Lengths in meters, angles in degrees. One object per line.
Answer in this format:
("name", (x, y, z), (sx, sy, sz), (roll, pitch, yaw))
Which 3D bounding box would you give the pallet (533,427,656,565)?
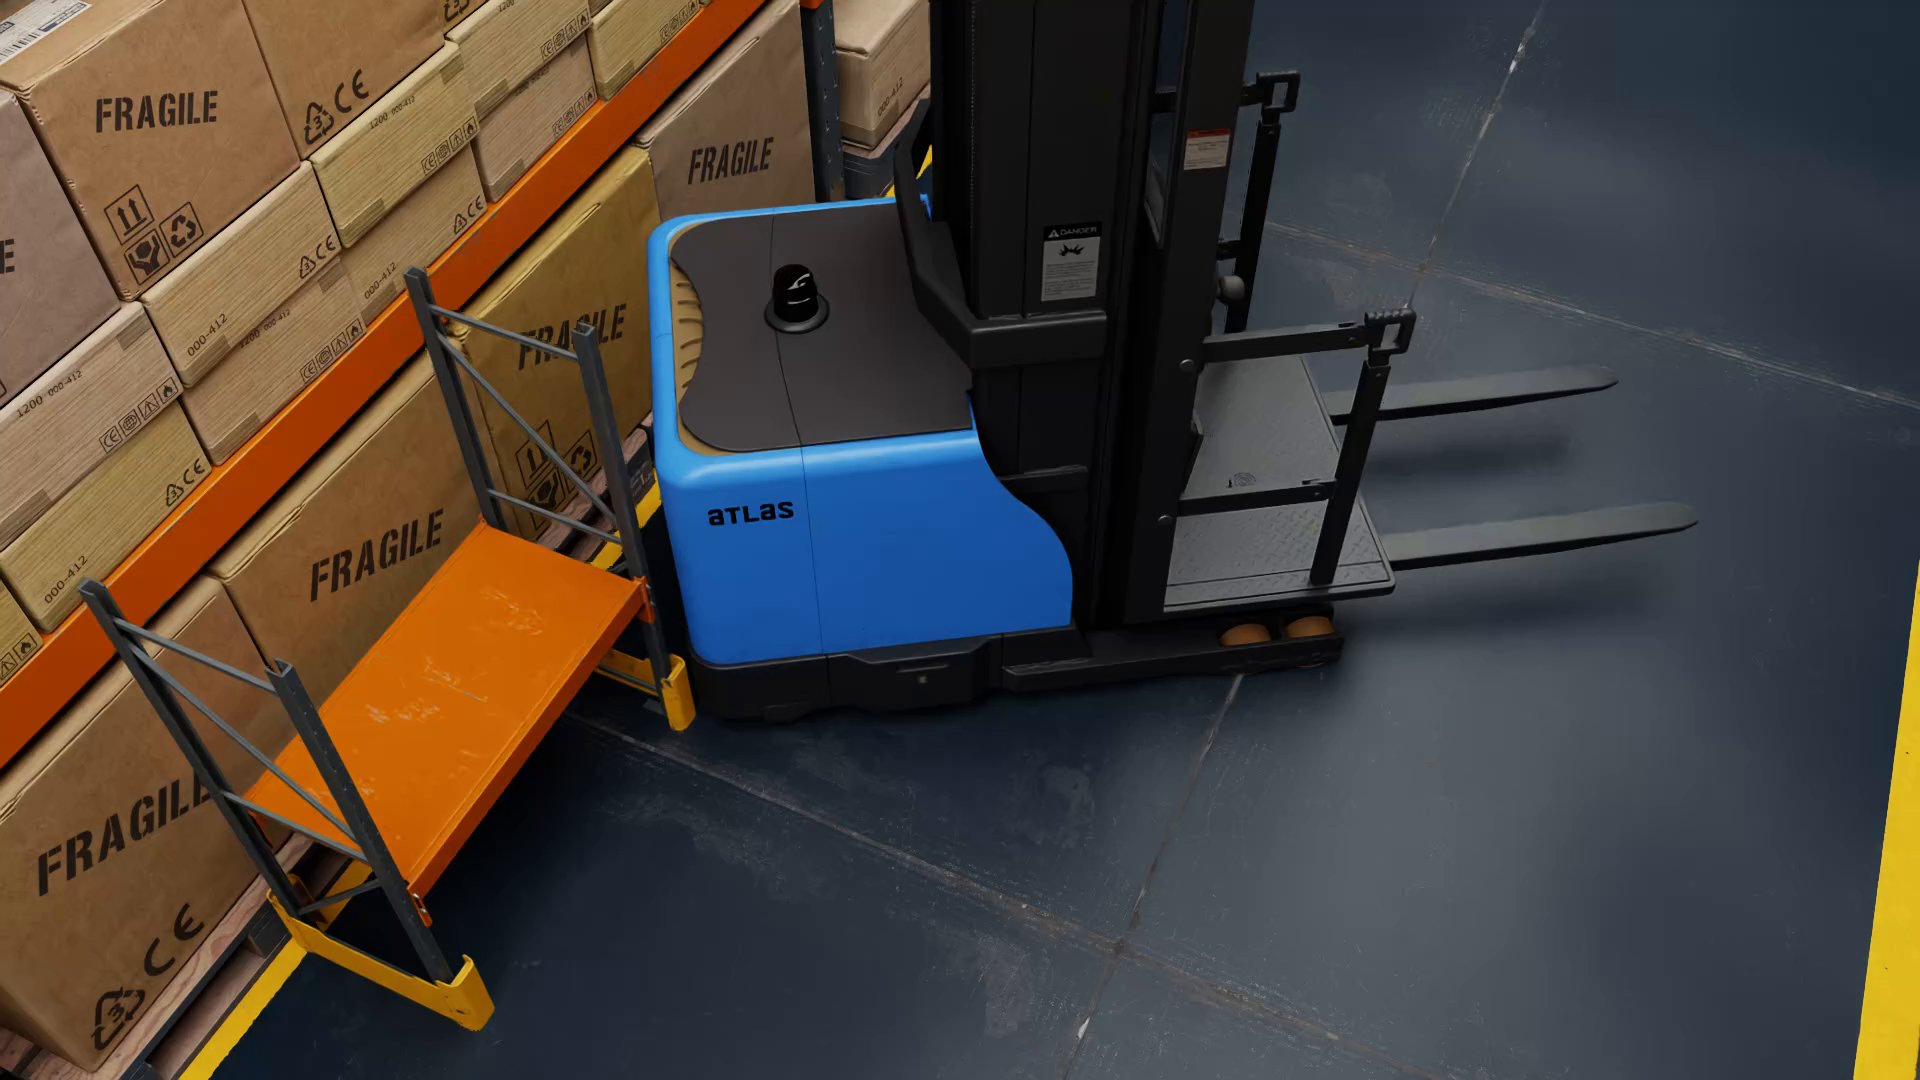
("pallet", (-1.687, -0.021, 5.129), (1.003, 0.211, 1.213), (20, 52, 16))

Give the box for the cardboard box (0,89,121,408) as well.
("cardboard box", (-1.979, -0.531, 3.010), (0.500, 0.500, 0.500), (20, 52, 16))

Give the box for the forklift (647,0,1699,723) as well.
("forklift", (0.682, -0.946, 4.130), (3.031, 2.935, 1.130), (-6, 50, -5))

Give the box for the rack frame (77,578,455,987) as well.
("rack frame", (-1.469, 0.649, 3.713), (0.500, 1.500, 0.032), (19, 52, 16))

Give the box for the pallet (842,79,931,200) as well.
("pallet", (-0.510, -1.918, 6.744), (1.003, 0.211, 1.213), (20, 52, 16))

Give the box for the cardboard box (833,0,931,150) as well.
("cardboard box", (-0.540, -2.027, 6.412), (0.875, 0.438, 0.875), (19, 52, 16))

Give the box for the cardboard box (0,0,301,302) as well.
("cardboard box", (-1.744, -0.882, 3.309), (0.500, 0.500, 0.500), (21, 53, 17))

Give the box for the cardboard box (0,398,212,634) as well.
("cardboard box", (-1.974, -0.135, 3.494), (0.500, 0.250, 0.500), (18, 52, 15))

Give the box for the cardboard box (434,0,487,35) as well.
("cardboard box", (-1.318, -1.590, 3.911), (0.500, 0.500, 0.500), (21, 53, 17))

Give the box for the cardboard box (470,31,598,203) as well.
("cardboard box", (-1.320, -1.193, 4.394), (0.500, 0.250, 0.500), (19, 52, 15))

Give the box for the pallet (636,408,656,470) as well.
("pallet", (-1.167, -0.864, 5.847), (1.003, 0.211, 1.213), (20, 52, 16))

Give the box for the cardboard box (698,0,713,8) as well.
("cardboard box", (-0.869, -1.884, 4.982), (0.500, 0.250, 0.500), (19, 52, 15))

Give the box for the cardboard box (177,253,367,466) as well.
("cardboard box", (-1.745, -0.495, 3.800), (0.500, 0.250, 0.500), (21, 53, 17))

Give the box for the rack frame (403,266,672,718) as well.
("rack frame", (-1.041, -0.054, 4.311), (0.500, 1.500, 0.032), (19, 52, 16))

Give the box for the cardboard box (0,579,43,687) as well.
("cardboard box", (-2.178, 0.224, 3.188), (0.500, 0.250, 0.500), (19, 52, 15))

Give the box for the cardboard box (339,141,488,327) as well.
("cardboard box", (-1.537, -0.836, 4.090), (0.500, 0.250, 0.500), (20, 52, 16))

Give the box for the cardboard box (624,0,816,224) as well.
("cardboard box", (-1.098, -1.318, 5.522), (0.875, 0.875, 0.875), (21, 53, 17))

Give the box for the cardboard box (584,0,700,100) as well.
("cardboard box", (-1.088, -1.534, 4.684), (0.500, 0.250, 0.500), (19, 52, 16))

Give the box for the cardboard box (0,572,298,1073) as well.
("cardboard box", (-2.244, 0.534, 3.945), (0.875, 0.875, 0.875), (19, 52, 16))

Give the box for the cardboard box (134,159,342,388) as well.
("cardboard box", (-1.728, -0.646, 3.600), (0.500, 0.250, 0.500), (20, 52, 16))

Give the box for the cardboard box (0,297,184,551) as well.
("cardboard box", (-1.953, -0.307, 3.312), (0.500, 0.250, 0.500), (21, 53, 17))

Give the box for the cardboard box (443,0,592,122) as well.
("cardboard box", (-1.296, -1.349, 4.199), (0.500, 0.250, 0.500), (21, 53, 17))

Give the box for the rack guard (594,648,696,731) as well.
("rack guard", (-1.042, 0.352, 4.786), (0.587, 0.250, 0.087), (19, 52, 16))

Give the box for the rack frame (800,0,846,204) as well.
("rack frame", (-0.905, -2.324, 5.258), (1.000, 3.000, 0.127), (20, 52, 16))

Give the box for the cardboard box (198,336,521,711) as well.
("cardboard box", (-1.859, -0.078, 4.467), (0.875, 0.875, 0.875), (20, 53, 17))

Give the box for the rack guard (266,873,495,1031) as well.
("rack guard", (-1.461, 1.040, 4.201), (0.587, 0.250, 0.087), (19, 52, 16))

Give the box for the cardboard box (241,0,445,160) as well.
("cardboard box", (-1.525, -1.228, 3.603), (0.500, 0.500, 0.500), (21, 53, 17))

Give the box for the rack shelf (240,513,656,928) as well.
("rack shelf", (-1.255, 0.414, 4.149), (0.538, 0.185, 1.000), (19, 52, 16))

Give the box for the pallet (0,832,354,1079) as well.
("pallet", (-2.209, 0.816, 4.417), (1.003, 0.211, 1.213), (20, 52, 16))

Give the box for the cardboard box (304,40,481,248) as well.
("cardboard box", (-1.500, -0.991, 3.894), (0.500, 0.250, 0.500), (21, 53, 17))

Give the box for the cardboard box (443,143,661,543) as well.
("cardboard box", (-1.477, -0.694, 4.990), (0.875, 0.875, 0.875), (21, 53, 17))

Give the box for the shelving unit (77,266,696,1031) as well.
("shelving unit", (-1.251, 0.291, 4.017), (0.587, 1.500, 1.083), (19, 52, 16))

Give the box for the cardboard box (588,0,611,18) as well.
("cardboard box", (-1.081, -1.708, 4.504), (0.500, 0.250, 0.500), (21, 53, 17))
